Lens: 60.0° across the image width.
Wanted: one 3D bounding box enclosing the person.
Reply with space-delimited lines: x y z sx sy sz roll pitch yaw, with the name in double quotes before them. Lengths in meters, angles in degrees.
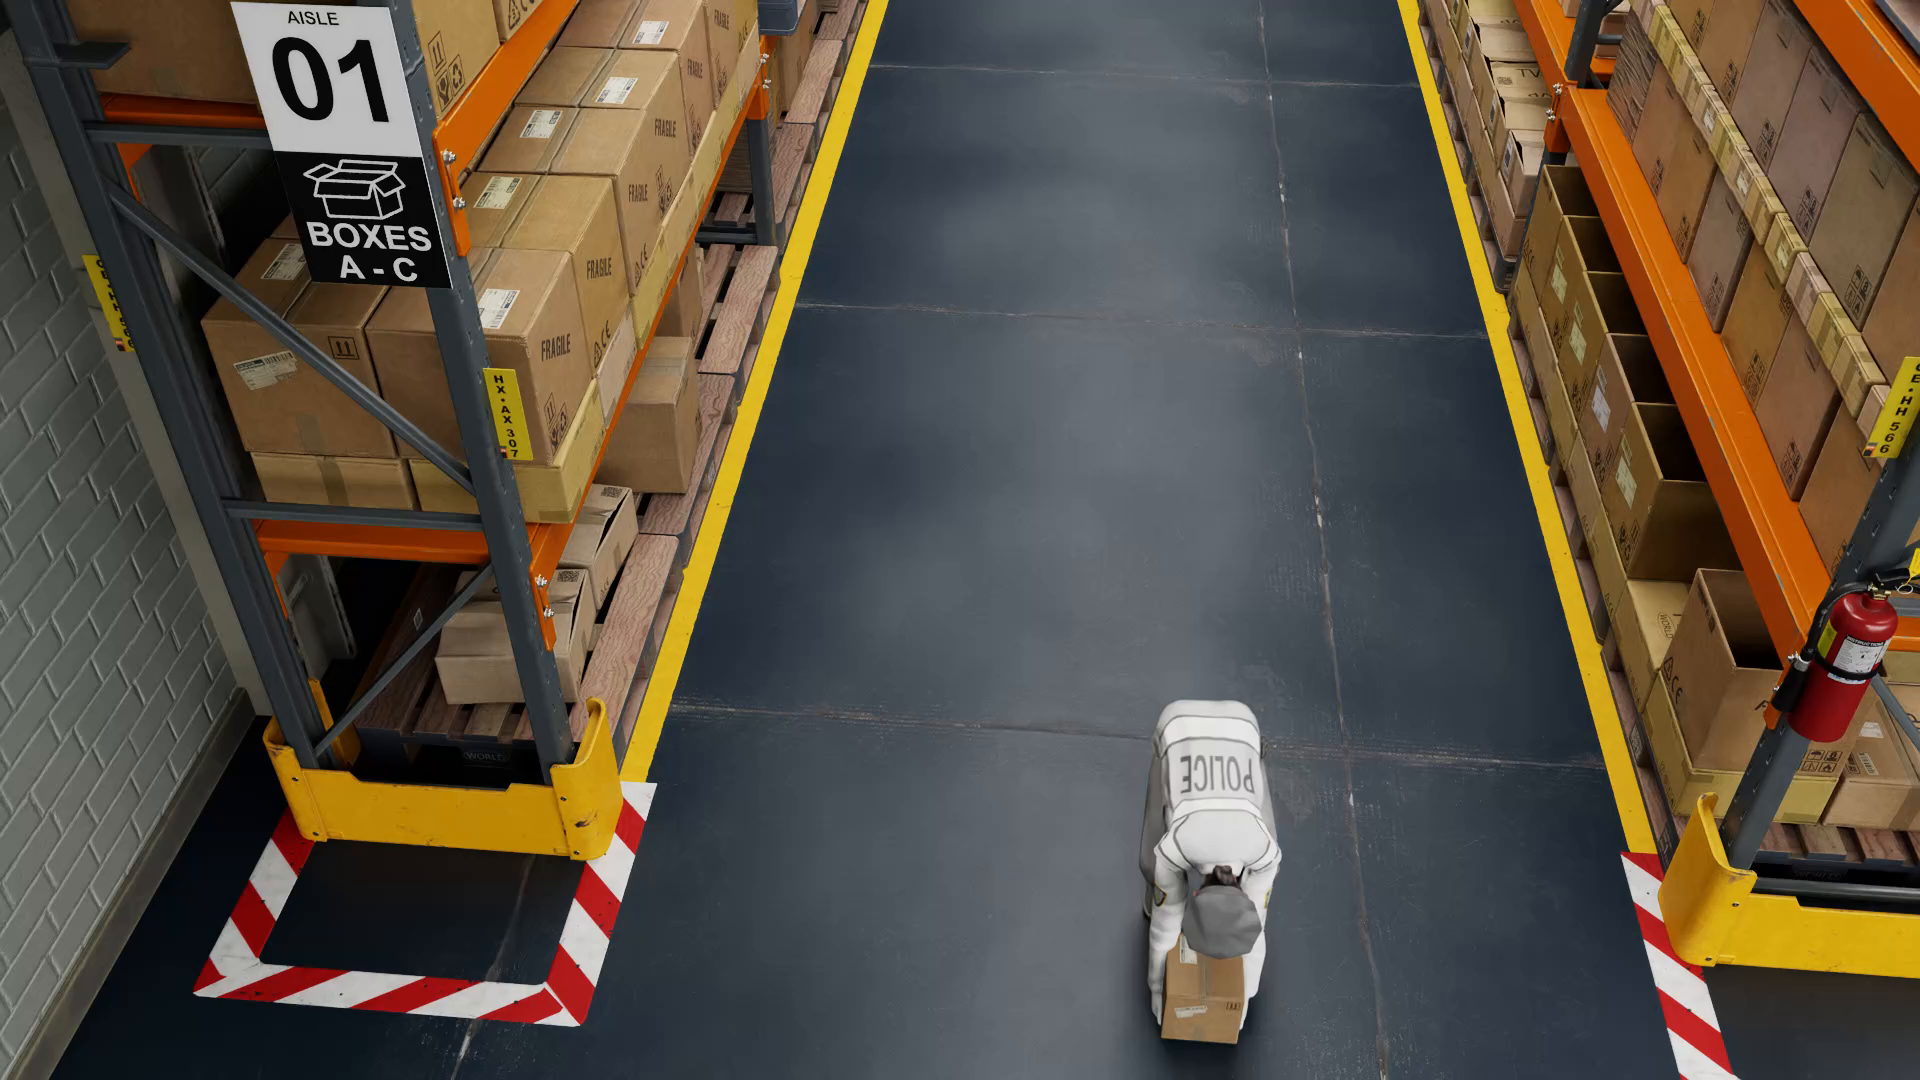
"person" 0.832 1.067 5.548 0.467 0.842 0.889 2 40 2
